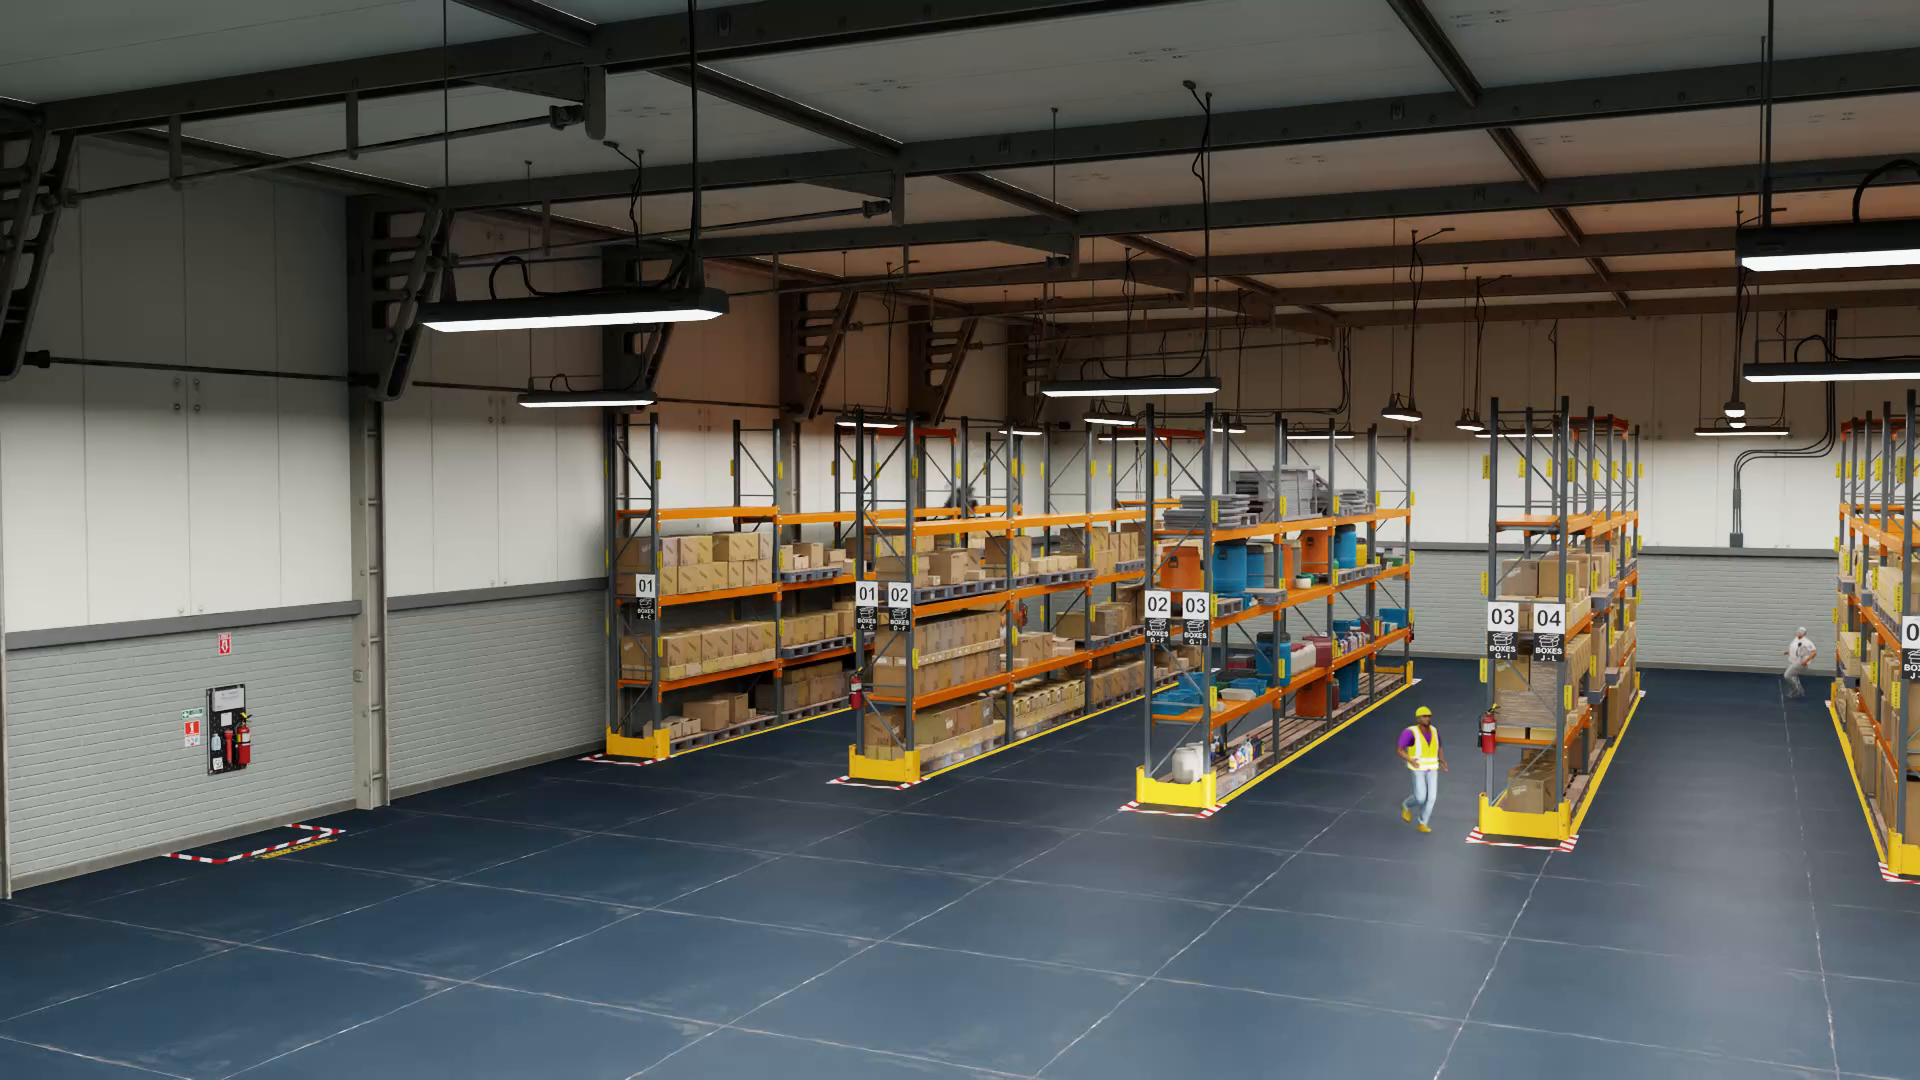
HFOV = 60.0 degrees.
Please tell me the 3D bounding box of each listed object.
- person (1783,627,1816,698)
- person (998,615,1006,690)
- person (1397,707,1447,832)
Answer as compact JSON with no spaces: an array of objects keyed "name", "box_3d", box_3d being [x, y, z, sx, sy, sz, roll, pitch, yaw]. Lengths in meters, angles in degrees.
[{"name":"person","box_3d":[18.299,2.687,36.331,0.593,1.604,0.715,0,2,-4]},{"name":"person","box_3d":[0.915,2.488,36.254,0.549,1.710,0.728,1,3,23]},{"name":"person","box_3d":[6.402,3.167,23.071,0.689,1.722,0.597,-1,2,-14]}]
